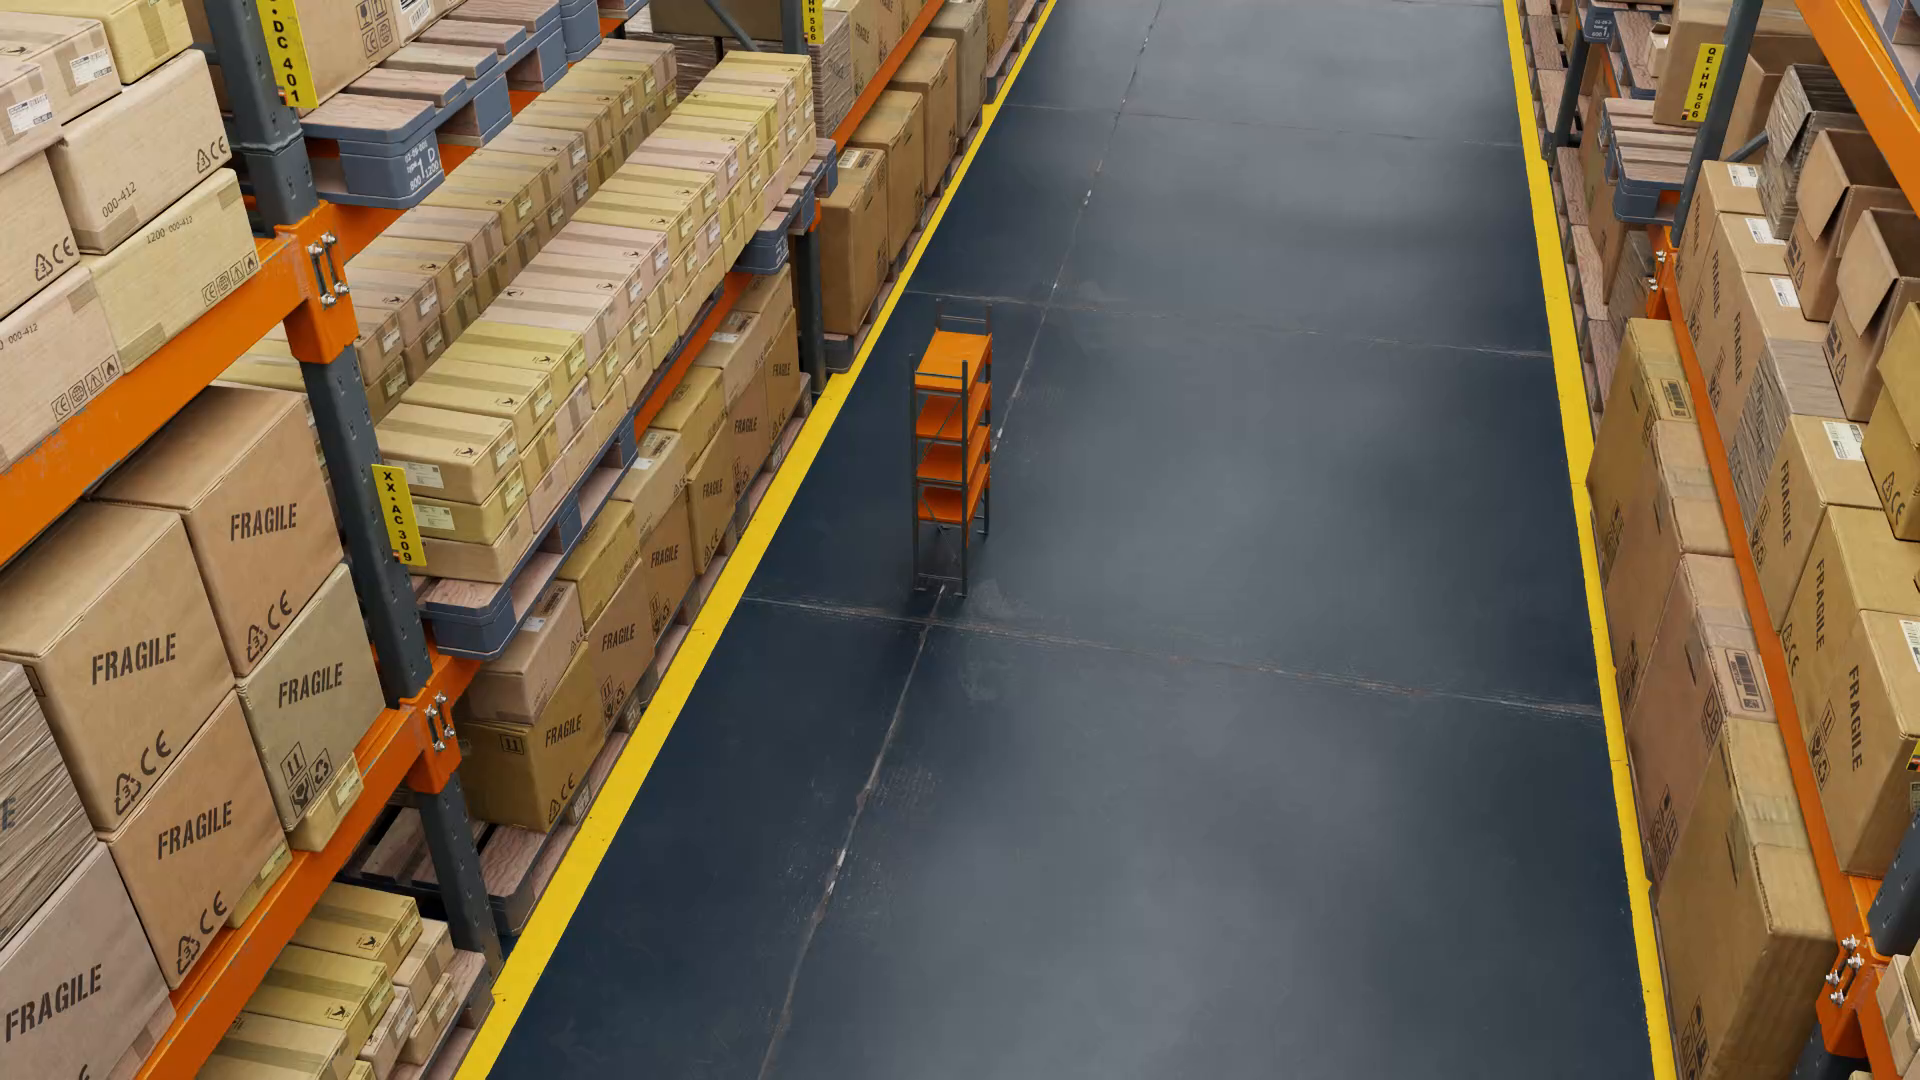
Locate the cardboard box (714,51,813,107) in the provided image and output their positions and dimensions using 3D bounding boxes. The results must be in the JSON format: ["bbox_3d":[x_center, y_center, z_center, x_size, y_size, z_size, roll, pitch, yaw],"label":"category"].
[{"bbox_3d":[-0.870,-2.042,7.361,0.380,0.149,0.250,6,36,8],"label":"cardboard box"}]

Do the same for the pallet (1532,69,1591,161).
[{"bbox_3d":[4.574,-2.945,11.634,1.003,0.211,1.213,7,37,10],"label":"pallet"}]

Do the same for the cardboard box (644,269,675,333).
[{"bbox_3d":[-1.259,-0.888,6.022,0.380,0.149,0.250,7,36,9],"label":"cardboard box"}]

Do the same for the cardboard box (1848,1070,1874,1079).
[{"bbox_3d":[2.537,1.960,3.942,0.875,0.875,0.875,7,37,10],"label":"cardboard box"}]

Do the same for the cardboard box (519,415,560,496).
[{"bbox_3d":[-1.481,-0.284,5.189,0.380,0.149,0.250,7,36,9],"label":"cardboard box"}]

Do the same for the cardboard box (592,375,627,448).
[{"bbox_3d":[-1.369,-0.461,5.686,0.380,0.149,0.250,8,37,10],"label":"cardboard box"}]

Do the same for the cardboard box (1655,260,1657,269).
[{"bbox_3d":[3.828,-1.555,8.455,0.500,0.250,0.500,11,37,15],"label":"cardboard box"}]

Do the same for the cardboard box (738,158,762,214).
[{"bbox_3d":[-1.037,-1.472,6.828,0.380,0.149,0.250,7,37,10],"label":"cardboard box"}]

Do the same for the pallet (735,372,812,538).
[{"bbox_3d":[-1.382,-0.495,8.253,1.003,0.211,1.213,7,37,10],"label":"pallet"}]

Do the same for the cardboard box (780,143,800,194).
[{"bbox_3d":[-0.924,-1.657,7.337,0.380,0.149,0.250,7,37,10],"label":"cardboard box"}]

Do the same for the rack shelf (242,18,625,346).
[{"bbox_3d":[-1.640,-1.848,5.801,1.077,0.370,4.000,7,37,10],"label":"rack shelf"}]

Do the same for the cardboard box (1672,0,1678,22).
[{"bbox_3d":[4.185,-2.892,8.738,0.797,0.503,0.637,11,37,15],"label":"cardboard box"}]

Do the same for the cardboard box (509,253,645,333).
[{"bbox_3d":[-1.313,-0.853,5.720,0.380,0.149,0.250,7,37,10],"label":"cardboard box"}]

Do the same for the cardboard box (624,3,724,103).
[{"bbox_3d":[-1.379,-2.404,8.426,0.500,0.500,0.500,7,37,10],"label":"cardboard box"}]

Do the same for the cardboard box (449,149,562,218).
[{"bbox_3d":[-1.780,-1.386,6.456,0.380,0.149,0.250,8,37,11],"label":"cardboard box"}]

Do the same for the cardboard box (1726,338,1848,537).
[{"bbox_3d":[2.918,-0.311,5.538,0.500,0.500,0.500,7,37,10],"label":"cardboard box"}]

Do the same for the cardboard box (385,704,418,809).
[{"bbox_3d":[-2.156,0.608,6.127,0.500,0.500,0.500,7,36,9],"label":"cardboard box"}]

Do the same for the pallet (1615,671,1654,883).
[{"bbox_3d":[3.106,0.877,6.360,1.003,0.211,1.213,7,37,10],"label":"pallet"}]

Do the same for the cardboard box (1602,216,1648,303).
[{"bbox_3d":[3.955,-1.590,9.143,0.700,0.500,0.500,10,37,14],"label":"cardboard box"}]

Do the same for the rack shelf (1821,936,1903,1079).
[{"bbox_3d":[2.329,2.339,2.579,1.077,0.370,4.000,7,37,10],"label":"rack shelf"}]

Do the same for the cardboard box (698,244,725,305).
[{"bbox_3d":[-1.149,-1.065,6.519,0.380,0.149,0.250,8,37,11],"label":"cardboard box"}]

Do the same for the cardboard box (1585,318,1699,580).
[{"bbox_3d":[3.443,-0.309,7.072,1.225,0.875,0.875,6,36,8],"label":"cardboard box"}]

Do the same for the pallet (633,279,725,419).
[{"bbox_3d":[-1.596,-0.854,6.536,1.003,0.211,1.213,7,37,10],"label":"pallet"}]

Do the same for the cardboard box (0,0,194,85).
[{"bbox_3d":[-1.867,-1.082,3.493,0.380,0.149,0.250,6,36,8],"label":"cardboard box"}]

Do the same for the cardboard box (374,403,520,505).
[{"bbox_3d":[-1.534,-0.256,4.896,0.380,0.149,0.250,9,37,12],"label":"cardboard box"}]

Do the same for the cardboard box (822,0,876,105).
[{"bbox_3d":[-0.748,-2.627,8.734,0.500,0.500,0.500,7,37,10],"label":"cardboard box"}]

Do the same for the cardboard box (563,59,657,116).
[{"bbox_3d":[-1.556,-1.986,7.283,0.380,0.149,0.250,6,36,9],"label":"cardboard box"}]

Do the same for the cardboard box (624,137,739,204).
[{"bbox_3d":[-1.092,-1.457,6.554,0.380,0.149,0.250,7,37,10],"label":"cardboard box"}]

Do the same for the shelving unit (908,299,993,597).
[{"bbox_3d":[-0.035,-0.391,7.267,0.258,1.200,0.503,7,37,10],"label":"shelving unit"}]

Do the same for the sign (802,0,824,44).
[{"bbox_3d":[-0.681,-2.446,7.649,0.100,0.325,0.005,7,37,10],"label":"sign"}]

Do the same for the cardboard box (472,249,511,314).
[{"bbox_3d":[-1.897,-0.976,6.144,0.380,0.149,0.250,7,37,10],"label":"cardboard box"}]

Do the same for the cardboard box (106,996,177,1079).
[{"bbox_3d":[-2.072,1.128,3.852,0.380,0.149,0.250,6,36,8],"label":"cardboard box"}]

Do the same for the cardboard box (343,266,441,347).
[{"bbox_3d":[-2.003,-0.795,5.640,0.380,0.149,0.250,7,37,10],"label":"cardboard box"}]

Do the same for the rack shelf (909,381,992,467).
[{"bbox_3d":[-0.035,-0.518,7.175,0.258,0.148,0.480,7,37,10],"label":"rack shelf"}]

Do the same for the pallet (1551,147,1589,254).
[{"bbox_3d":[4.300,-2.109,10.481,1.003,0.211,1.213,7,37,10],"label":"pallet"}]

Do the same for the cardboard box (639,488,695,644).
[{"bbox_3d":[-1.441,0.068,6.873,0.500,0.500,0.500,8,37,11],"label":"cardboard box"}]

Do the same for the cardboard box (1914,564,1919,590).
[{"bbox_3d":[2.885,0.087,4.133,0.797,0.503,0.637,6,36,9],"label":"cardboard box"}]

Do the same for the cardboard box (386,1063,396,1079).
[{"bbox_3d":[-1.956,1.612,5.041,0.380,0.149,0.250,8,37,11],"label":"cardboard box"}]

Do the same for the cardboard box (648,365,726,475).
[{"bbox_3d":[-1.324,-0.528,7.055,0.500,0.250,0.500,8,37,11],"label":"cardboard box"}]

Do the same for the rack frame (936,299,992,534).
[{"bbox_3d":[0.017,-0.531,7.460,0.240,1.200,0.015,7,37,10],"label":"rack frame"}]

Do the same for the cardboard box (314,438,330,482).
[{"bbox_3d":[-2.175,-0.220,5.100,0.380,0.149,0.250,8,37,11],"label":"cardboard box"}]

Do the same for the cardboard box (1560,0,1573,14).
[{"bbox_3d":[5.076,-4.433,13.083,0.500,0.500,0.500,17,39,22],"label":"cardboard box"}]

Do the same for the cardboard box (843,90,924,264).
[{"bbox_3d":[-0.812,-2.170,9.747,1.050,0.750,0.750,8,37,11],"label":"cardboard box"}]

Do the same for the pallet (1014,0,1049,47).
[{"bbox_3d":[0.138,-4.363,13.591,1.003,0.211,1.213,7,37,10],"label":"pallet"}]

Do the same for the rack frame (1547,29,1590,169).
[{"bbox_3d":[4.465,-3.685,10.278,1.000,3.000,0.127,7,37,10],"label":"rack frame"}]

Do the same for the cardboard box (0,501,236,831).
[{"bbox_3d":[-2.009,0.256,3.650,0.500,0.500,0.500,6,36,8],"label":"cardboard box"}]

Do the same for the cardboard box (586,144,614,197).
[{"bbox_3d":[-1.676,-1.555,6.942,0.380,0.149,0.250,7,37,10],"label":"cardboard box"}]

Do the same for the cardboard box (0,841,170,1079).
[{"bbox_3d":[-2.114,0.956,3.536,0.500,0.500,0.500,7,37,10],"label":"cardboard box"}]

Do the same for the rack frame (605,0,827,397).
[{"bbox_3d":[-1.213,-2.072,8.052,1.000,3.000,0.127,7,37,10],"label":"rack frame"}]

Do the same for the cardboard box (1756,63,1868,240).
[{"bbox_3d":[3.439,-1.421,6.215,0.797,0.503,0.637,9,37,12],"label":"cardboard box"}]

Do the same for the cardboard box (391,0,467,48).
[{"bbox_3d":[-1.674,-1.605,4.571,0.500,0.311,0.500,7,36,9],"label":"cardboard box"}]

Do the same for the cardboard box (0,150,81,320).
[{"bbox_3d":[-2.040,-0.541,3.086,0.500,0.250,0.500,6,36,8],"label":"cardboard box"}]

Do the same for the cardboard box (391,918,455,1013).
[{"bbox_3d":[-1.824,1.306,5.210,0.380,0.149,0.250,8,37,11],"label":"cardboard box"}]
